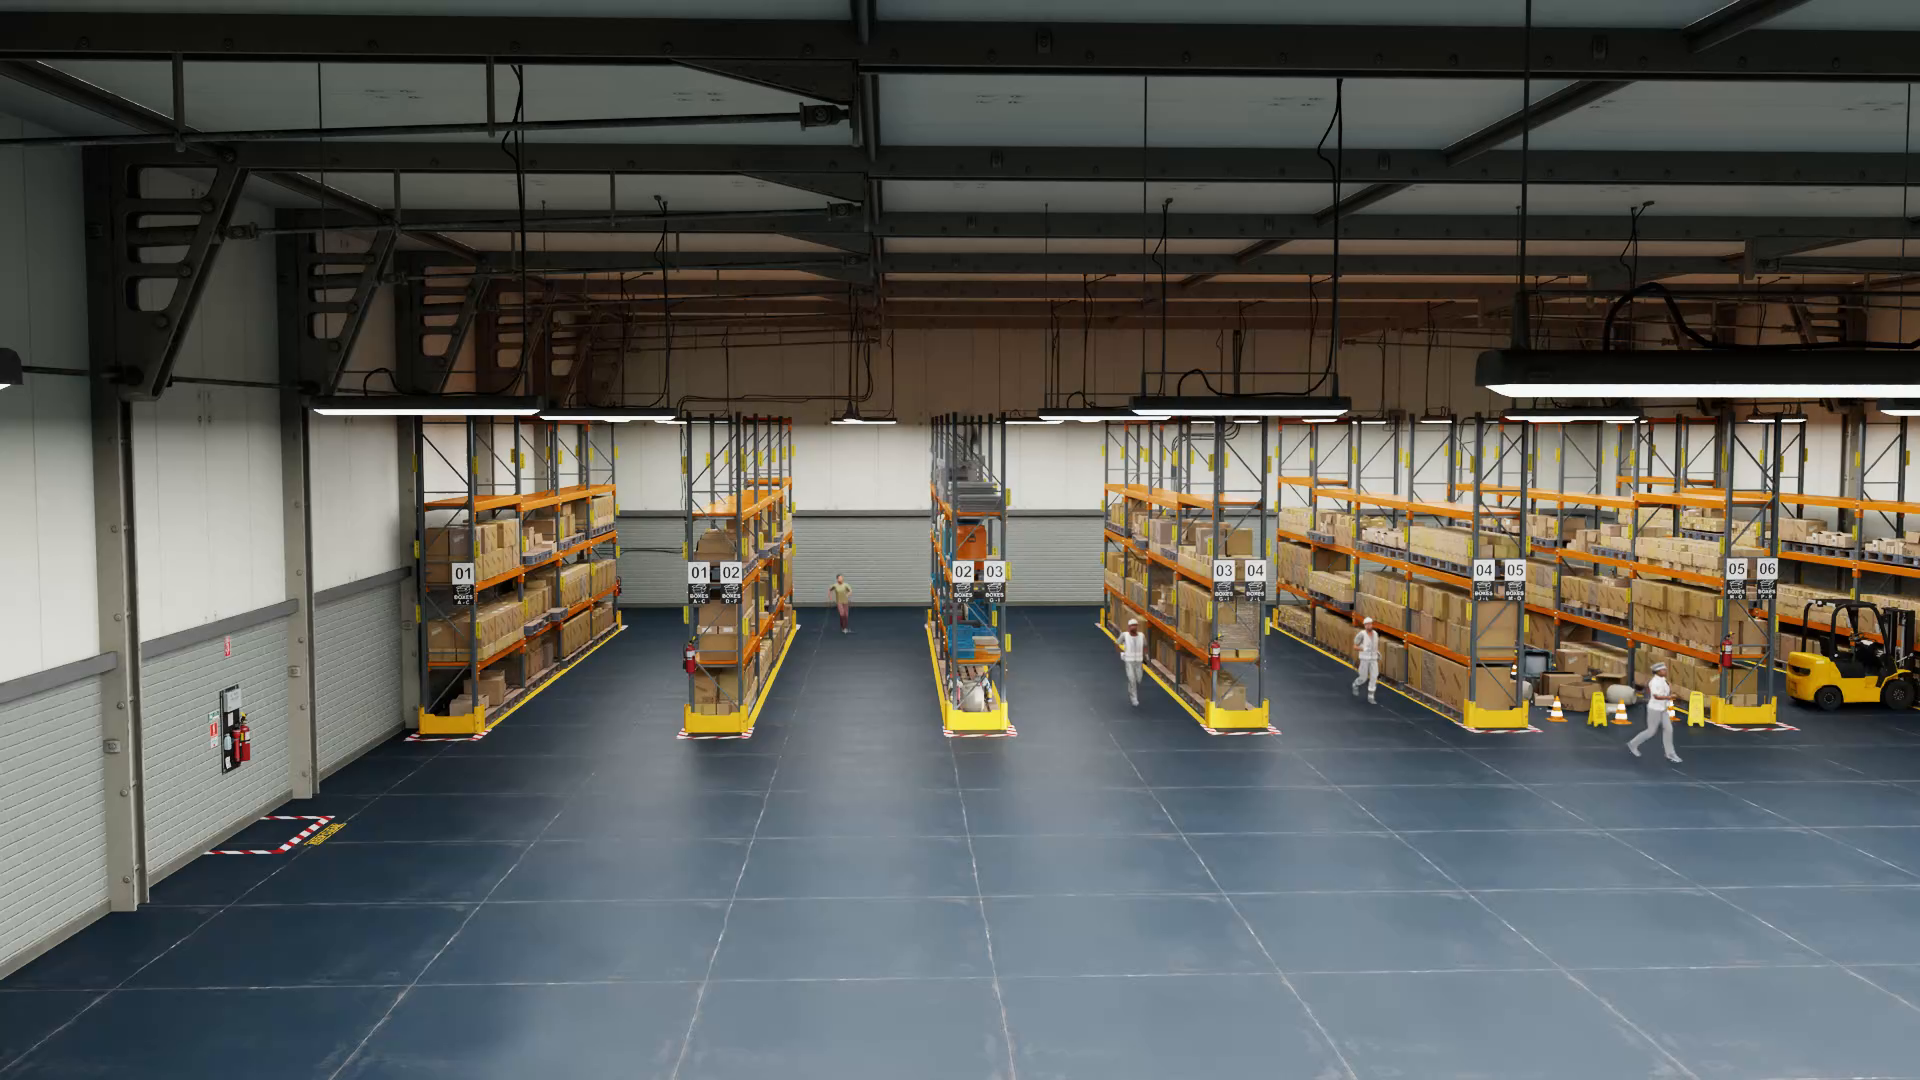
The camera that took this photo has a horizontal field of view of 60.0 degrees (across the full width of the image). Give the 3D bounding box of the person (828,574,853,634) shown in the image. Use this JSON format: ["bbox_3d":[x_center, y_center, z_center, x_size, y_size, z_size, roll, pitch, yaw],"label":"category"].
[{"bbox_3d":[-3.295,1.781,46.087,0.647,1.675,0.667,-1,4,-16],"label":"person"}]

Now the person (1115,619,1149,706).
[{"bbox_3d":[3.571,2.511,34.469,0.680,1.762,0.802,-1,4,-10],"label":"person"}]

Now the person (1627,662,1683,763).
[{"bbox_3d":[11.918,2.916,28.463,0.900,1.703,0.604,3,5,38],"label":"person"}]

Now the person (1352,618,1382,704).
[{"bbox_3d":[8.440,2.482,34.505,0.664,1.765,0.847,-1,4,-16],"label":"person"}]
